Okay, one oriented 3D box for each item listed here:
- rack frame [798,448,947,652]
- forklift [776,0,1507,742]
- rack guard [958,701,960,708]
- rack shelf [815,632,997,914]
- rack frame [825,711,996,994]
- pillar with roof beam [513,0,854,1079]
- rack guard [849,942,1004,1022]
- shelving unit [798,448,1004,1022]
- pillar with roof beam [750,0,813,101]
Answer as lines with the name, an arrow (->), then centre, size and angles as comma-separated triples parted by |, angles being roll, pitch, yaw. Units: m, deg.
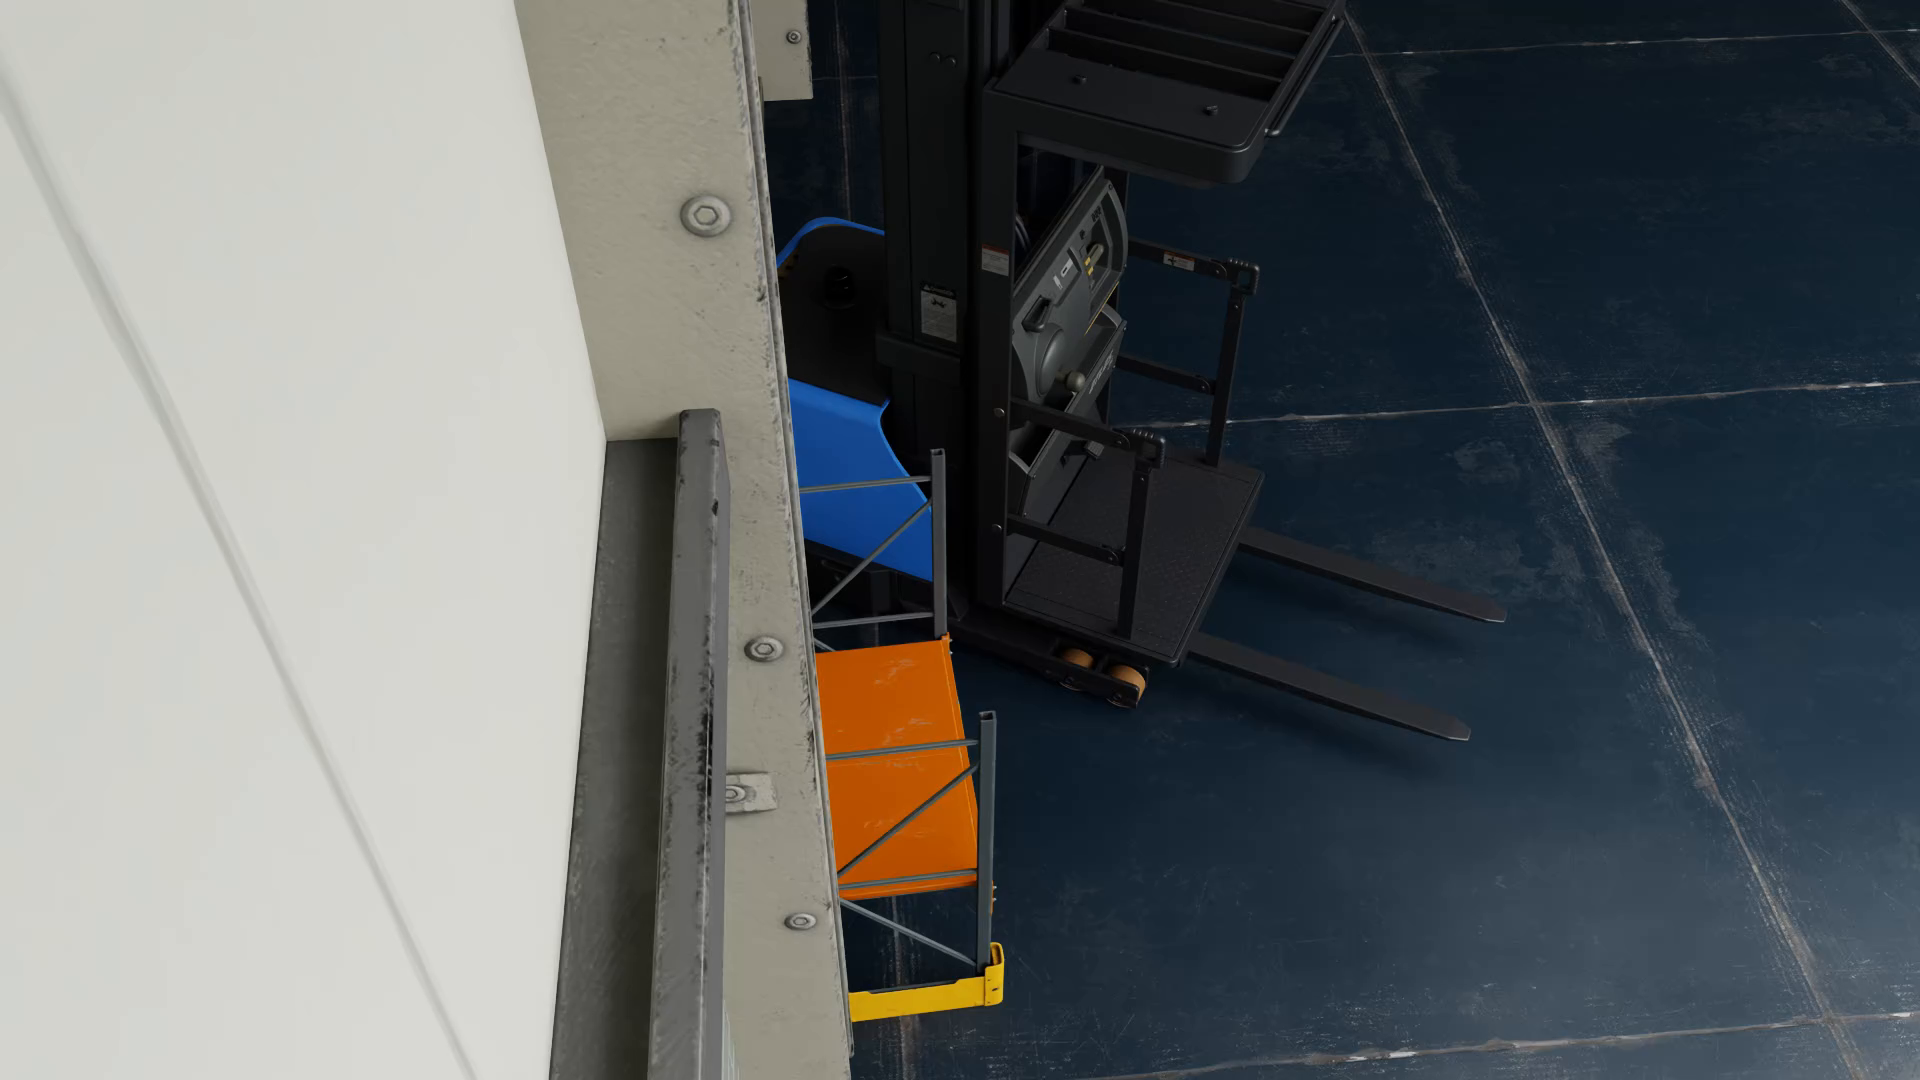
rack frame -> -0.295, 0.272, 5.596 | 0.500, 1.500, 0.032 | -6, 47, -5
forklift -> 0.566, -0.819, 5.644 | 3.031, 2.935, 1.130 | 18, 49, 17
rack guard -> -0.292, 0.715, 6.037 | 0.587, 0.250, 0.087 | -6, 47, -5
rack shelf -> -0.224, 0.761, 5.381 | 0.538, 0.185, 1.000 | -6, 47, -5
rack frame -> -0.154, 1.003, 4.904 | 0.500, 1.500, 0.032 | -6, 47, -5
pillar with roof beam -> 3.809, -1.591, 2.195 | 9.100, 9.000, 0.400 | -3, 47, -3
rack guard -> -0.154, 1.432, 5.359 | 0.587, 0.250, 0.087 | -6, 47, -5
shelving unit -> -0.223, 0.644, 5.244 | 0.587, 1.500, 1.083 | -6, 47, -5
pillar with roof beam -> 3.306, -5.932, 6.307 | 9.100, 9.000, 0.400 | -3, 47, -3
